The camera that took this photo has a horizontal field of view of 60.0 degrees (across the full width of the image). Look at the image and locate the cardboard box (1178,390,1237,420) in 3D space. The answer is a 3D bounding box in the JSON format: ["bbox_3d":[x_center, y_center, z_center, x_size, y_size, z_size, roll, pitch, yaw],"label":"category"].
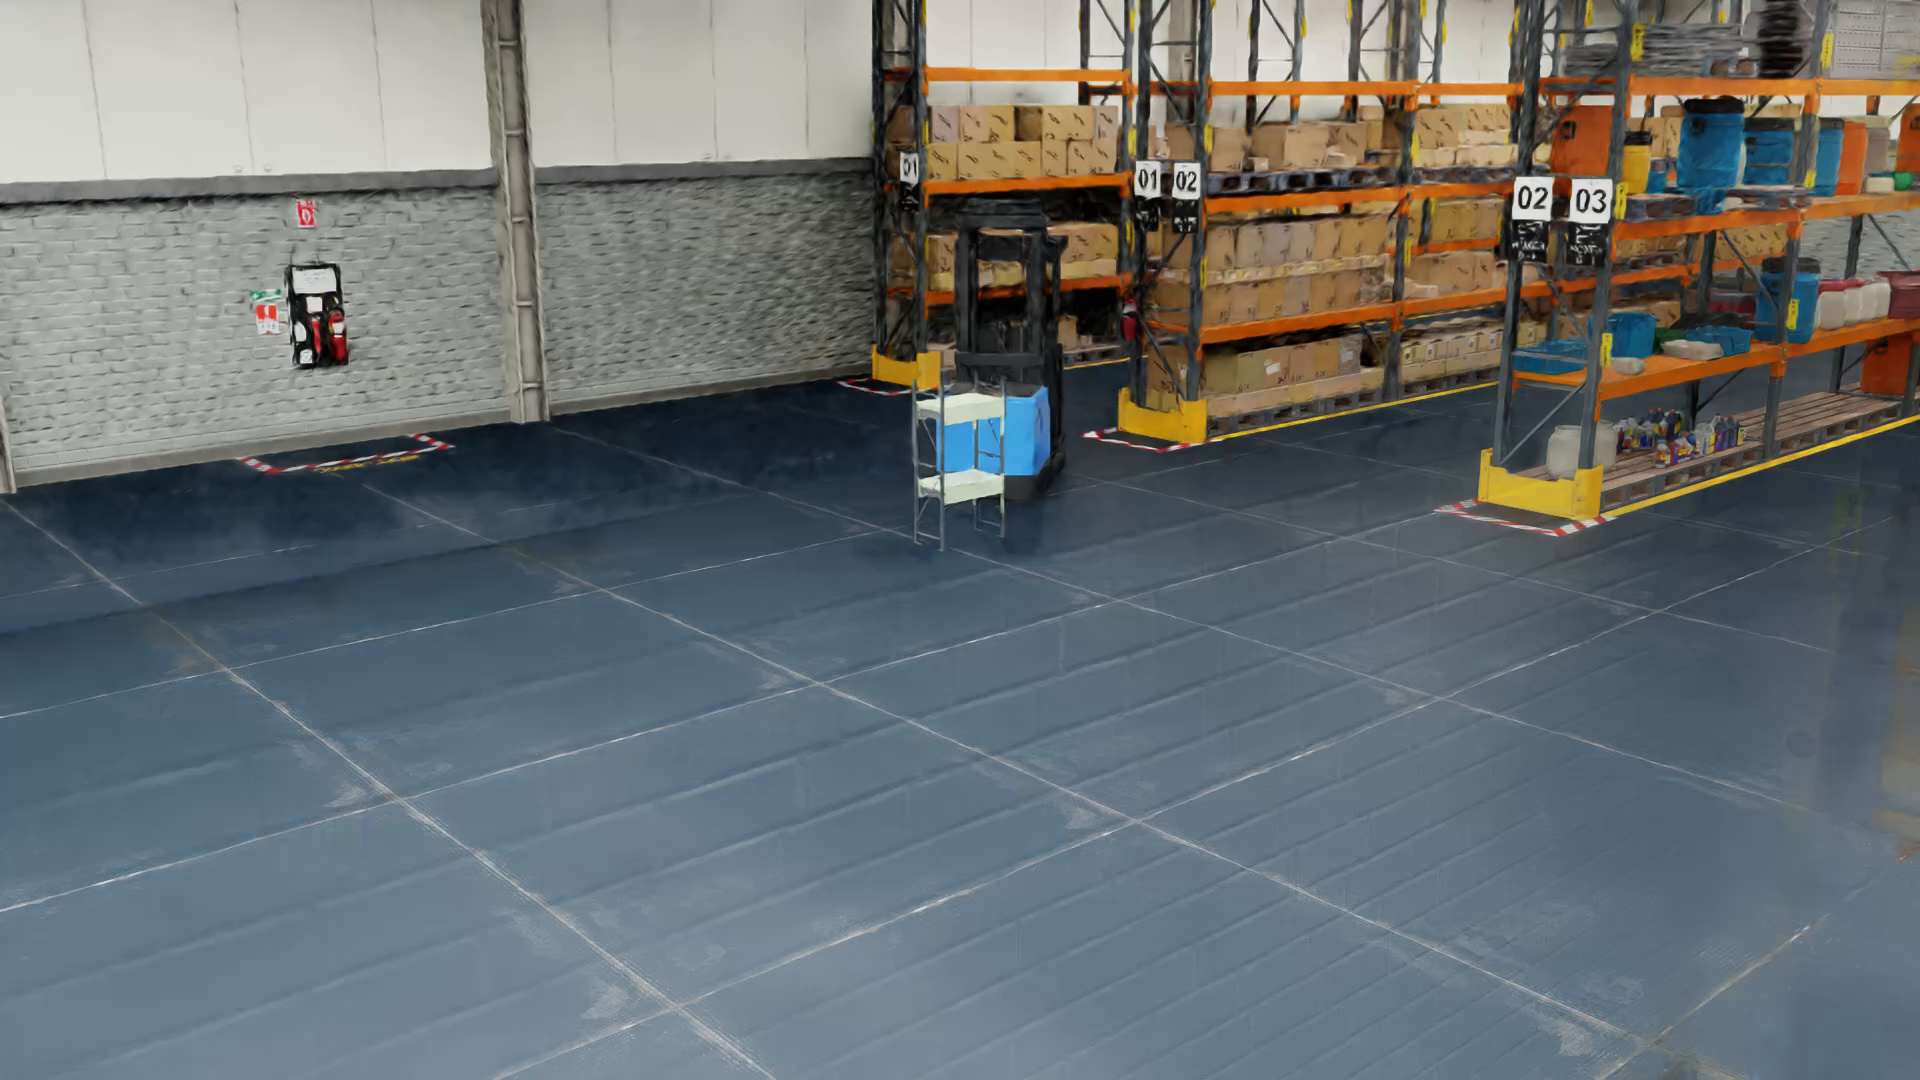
[{"bbox_3d":[2.980,-1.633,20.065,0.500,0.250,0.500,-13,19,-39],"label":"cardboard box"}]

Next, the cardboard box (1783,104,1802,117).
[{"bbox_3d":[14.122,-7.312,28.867,0.500,0.500,0.700,-13,19,-39],"label":"cardboard box"}]

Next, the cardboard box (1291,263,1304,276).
[{"bbox_3d":[4.027,-3.357,20.556,0.250,0.149,0.380,-12,19,-39],"label":"cardboard box"}]

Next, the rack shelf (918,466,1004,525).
[{"bbox_3d":[-0.005,-0.408,15.136,0.720,0.370,0.431,-13,19,-39],"label":"rack shelf"}]

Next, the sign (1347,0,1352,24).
[{"bbox_3d":[5.082,-6.880,21.606,0.005,0.325,0.100,-13,19,-39],"label":"sign"}]

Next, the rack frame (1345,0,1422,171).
[{"bbox_3d":[5.447,-6.287,21.349,0.127,3.000,1.000,-13,19,-39],"label":"rack frame"}]

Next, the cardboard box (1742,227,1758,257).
[{"bbox_3d":[13.191,-5.083,28.275,0.500,0.500,0.500,-13,20,-40],"label":"cardboard box"}]

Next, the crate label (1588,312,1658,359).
[{"bbox_3d":[6.889,-2.127,17.334,0.616,0.435,0.502,-13,19,-39],"label":"crate label"}]

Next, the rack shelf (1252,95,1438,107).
[{"bbox_3d":[6.718,-7.726,28.907,4.000,0.370,1.077,-13,19,-39],"label":"rack shelf"}]

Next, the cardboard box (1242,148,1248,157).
[{"bbox_3d":[3.125,-4.605,20.069,0.500,0.250,0.500,-13,19,-39],"label":"cardboard box"}]

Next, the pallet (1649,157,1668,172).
[{"bbox_3d":[10.163,-5.829,25.811,1.003,0.211,1.213,-13,19,-39],"label":"pallet"}]

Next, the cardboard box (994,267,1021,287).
[{"bbox_3d":[0.522,-3.809,23.948,0.500,0.250,0.500,-13,20,-40],"label":"cardboard box"}]

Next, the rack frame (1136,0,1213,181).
[{"bbox_3d":[2.429,-5.609,18.812,0.127,3.000,1.000,-13,19,-39],"label":"rack frame"}]

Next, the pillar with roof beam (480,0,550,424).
[{"bbox_3d":[-2.566,-5.005,16.552,0.400,9.000,9.100,-13,19,-39],"label":"pillar with roof beam"}]

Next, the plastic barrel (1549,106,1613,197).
[{"bbox_3d":[5.961,-3.713,15.878,0.708,0.830,0.600,-13,19,-39],"label":"plastic barrel"}]

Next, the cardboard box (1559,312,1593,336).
[{"bbox_3d":[9.386,-3.182,25.342,0.500,0.500,0.500,-14,20,-41],"label":"cardboard box"}]

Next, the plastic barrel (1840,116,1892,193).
[{"bbox_3d":[10.951,-4.696,20.233,0.600,0.901,0.600,0,15,0],"label":"plastic barrel"}]

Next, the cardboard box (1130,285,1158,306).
[{"bbox_3d":[3.066,-3.923,26.661,0.500,0.250,0.500,-13,20,-41],"label":"cardboard box"}]

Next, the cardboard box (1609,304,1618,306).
[{"bbox_3d":[10.180,-3.538,26.676,0.500,0.500,0.500,-12,19,-39],"label":"cardboard box"}]

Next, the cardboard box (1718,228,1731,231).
[{"bbox_3d":[12.411,-5.388,27.476,0.500,0.500,0.500,-13,20,-41],"label":"cardboard box"}]

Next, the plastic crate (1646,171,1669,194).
[{"bbox_3d":[6.919,-3.569,17.018,0.575,0.384,0.392,-13,19,-39],"label":"plastic crate"}]

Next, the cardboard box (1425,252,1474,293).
[{"bbox_3d":[6.812,-3.738,23.237,0.500,0.500,0.500,-13,19,-39],"label":"cardboard box"}]

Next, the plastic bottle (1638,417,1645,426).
[{"bbox_3d":[7.520,-1.216,18.401,0.133,0.283,0.061,-12,19,-37],"label":"plastic bottle"}]

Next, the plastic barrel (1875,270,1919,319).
[{"bbox_3d":[11.562,-3.029,20.515,0.708,0.536,0.600,-13,19,-39],"label":"plastic barrel"}]

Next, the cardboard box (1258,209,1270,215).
[{"bbox_3d":[4.969,-5.540,27.874,0.380,0.149,0.250,13,20,40],"label":"cardboard box"}]

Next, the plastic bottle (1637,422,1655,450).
[{"bbox_3d":[7.467,-1.136,18.115,0.135,0.276,0.152,-13,19,-39],"label":"plastic bottle"}]

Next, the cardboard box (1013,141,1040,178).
[{"bbox_3d":[0.799,-5.457,23.824,0.500,0.500,0.500,-11,19,-36],"label":"cardboard box"}]

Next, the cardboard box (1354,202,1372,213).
[{"bbox_3d":[6.882,-5.885,29.207,0.500,0.250,0.500,-13,20,-40],"label":"cardboard box"}]

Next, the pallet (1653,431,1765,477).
[{"bbox_3d":[8.161,-0.971,18.475,1.213,0.211,1.003,-13,19,-39],"label":"pallet"}]

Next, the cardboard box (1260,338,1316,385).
[{"bbox_3d":[4.113,-2.249,20.918,0.500,0.500,0.500,-13,19,-39],"label":"cardboard box"}]

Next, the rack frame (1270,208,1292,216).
[{"bbox_3d":[5.210,-5.030,28.268,0.127,3.000,1.000,-13,19,-39],"label":"rack frame"}]

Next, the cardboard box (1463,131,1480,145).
[{"bbox_3d":[9.315,-7.485,30.929,0.500,0.250,0.500,-13,20,-41],"label":"cardboard box"}]

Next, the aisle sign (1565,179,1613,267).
[{"bbox_3d":[5.816,-2.933,15.379,0.004,0.787,0.394,-13,19,-39],"label":"aisle sign"}]

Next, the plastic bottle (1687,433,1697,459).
[{"bbox_3d":[7.737,-0.996,17.601,0.097,0.271,0.097,0,15,0],"label":"plastic bottle"}]

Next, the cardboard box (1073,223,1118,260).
[{"bbox_3d":[2.038,-4.511,25.126,0.500,0.500,0.500,-13,20,-39],"label":"cardboard box"}]

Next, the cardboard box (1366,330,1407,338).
[{"bbox_3d":[5.952,-2.748,23.152,0.500,0.311,0.500,-12,19,-38],"label":"cardboard box"}]

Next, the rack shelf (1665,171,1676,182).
[{"bbox_3d":[9.973,-5.507,25.634,4.000,0.370,1.077,-13,19,-39],"label":"rack shelf"}]

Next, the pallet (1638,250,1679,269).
[{"bbox_3d":[10.807,-4.537,26.794,1.213,0.211,1.003,-13,19,-39],"label":"pallet"}]

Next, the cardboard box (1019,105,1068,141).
[{"bbox_3d":[1.198,-6.019,23.990,0.500,0.500,0.500,-14,20,-41],"label":"cardboard box"}]

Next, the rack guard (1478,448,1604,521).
[{"bbox_3d":[5.704,-0.560,16.379,0.348,0.500,1.175,-13,19,-39],"label":"rack guard"}]

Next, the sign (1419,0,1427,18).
[{"bbox_3d":[5.792,-6.702,20.788,0.005,0.325,0.100,-13,19,-39],"label":"sign"}]

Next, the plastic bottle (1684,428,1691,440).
[{"bbox_3d":[7.815,-1.065,17.836,0.133,0.283,0.061,-13,19,-39],"label":"plastic bottle"}]

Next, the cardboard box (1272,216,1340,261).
[{"bbox_3d":[4.357,-3.817,21.018,0.500,0.500,0.700,-13,20,-39],"label":"cardboard box"}]

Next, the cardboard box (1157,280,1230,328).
[{"bbox_3d":[2.790,-2.836,19.860,0.500,0.500,0.700,-13,19,-39],"label":"cardboard box"}]

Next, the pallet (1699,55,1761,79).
[{"bbox_3d":[7.171,-4.685,16.492,1.213,0.211,1.003,-13,19,-39],"label":"pallet"}]

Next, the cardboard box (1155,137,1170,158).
[{"bbox_3d":[3.122,-6.143,25.980,0.500,0.311,0.500,-12,19,-38],"label":"cardboard box"}]

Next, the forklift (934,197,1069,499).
[{"bbox_3d":[0.542,-2.153,17.630,1.130,2.935,3.031,3,15,11],"label":"forklift"}]

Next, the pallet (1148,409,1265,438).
[{"bbox_3d":[2.979,-1.501,20.462,1.213,0.211,1.003,-13,19,-39],"label":"pallet"}]

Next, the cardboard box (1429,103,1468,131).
[{"bbox_3d":[8.949,-7.764,30.521,0.500,0.500,0.500,-13,20,-40],"label":"cardboard box"}]

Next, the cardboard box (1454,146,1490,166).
[{"bbox_3d":[6.929,-5.280,22.869,0.500,0.250,0.500,14,20,42],"label":"cardboard box"}]

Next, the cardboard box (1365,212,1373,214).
[{"bbox_3d":[6.908,-5.524,29.311,0.500,0.500,0.500,-12,19,-38],"label":"cardboard box"}]

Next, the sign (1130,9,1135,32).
[{"bbox_3d":[2.534,-7.631,24.419,0.005,0.325,0.100,-13,19,-39],"label":"sign"}]

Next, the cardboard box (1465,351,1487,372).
[{"bbox_3d":[7.073,-2.544,23.475,0.500,0.250,0.500,-12,19,-38],"label":"cardboard box"}]

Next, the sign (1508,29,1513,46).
[{"bbox_3d":[10.885,-9.920,32.835,0.005,0.325,0.100,-13,19,-39],"label":"sign"}]

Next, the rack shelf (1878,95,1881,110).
[{"bbox_3d":[13.222,-5.798,21.686,4.000,0.370,1.077,-13,19,-39],"label":"rack shelf"}]

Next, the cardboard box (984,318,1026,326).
[{"bbox_3d":[0.772,-2.990,24.624,0.500,0.500,0.700,-14,21,-43],"label":"cardboard box"}]

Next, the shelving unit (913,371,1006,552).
[{"bbox_3d":[-0.005,-0.723,15.052,0.755,1.500,0.431,-13,19,-39],"label":"shelving unit"}]

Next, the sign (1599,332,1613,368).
[{"bbox_3d":[6.036,-1.772,15.534,0.005,0.325,0.100,-13,19,-39],"label":"sign"}]
